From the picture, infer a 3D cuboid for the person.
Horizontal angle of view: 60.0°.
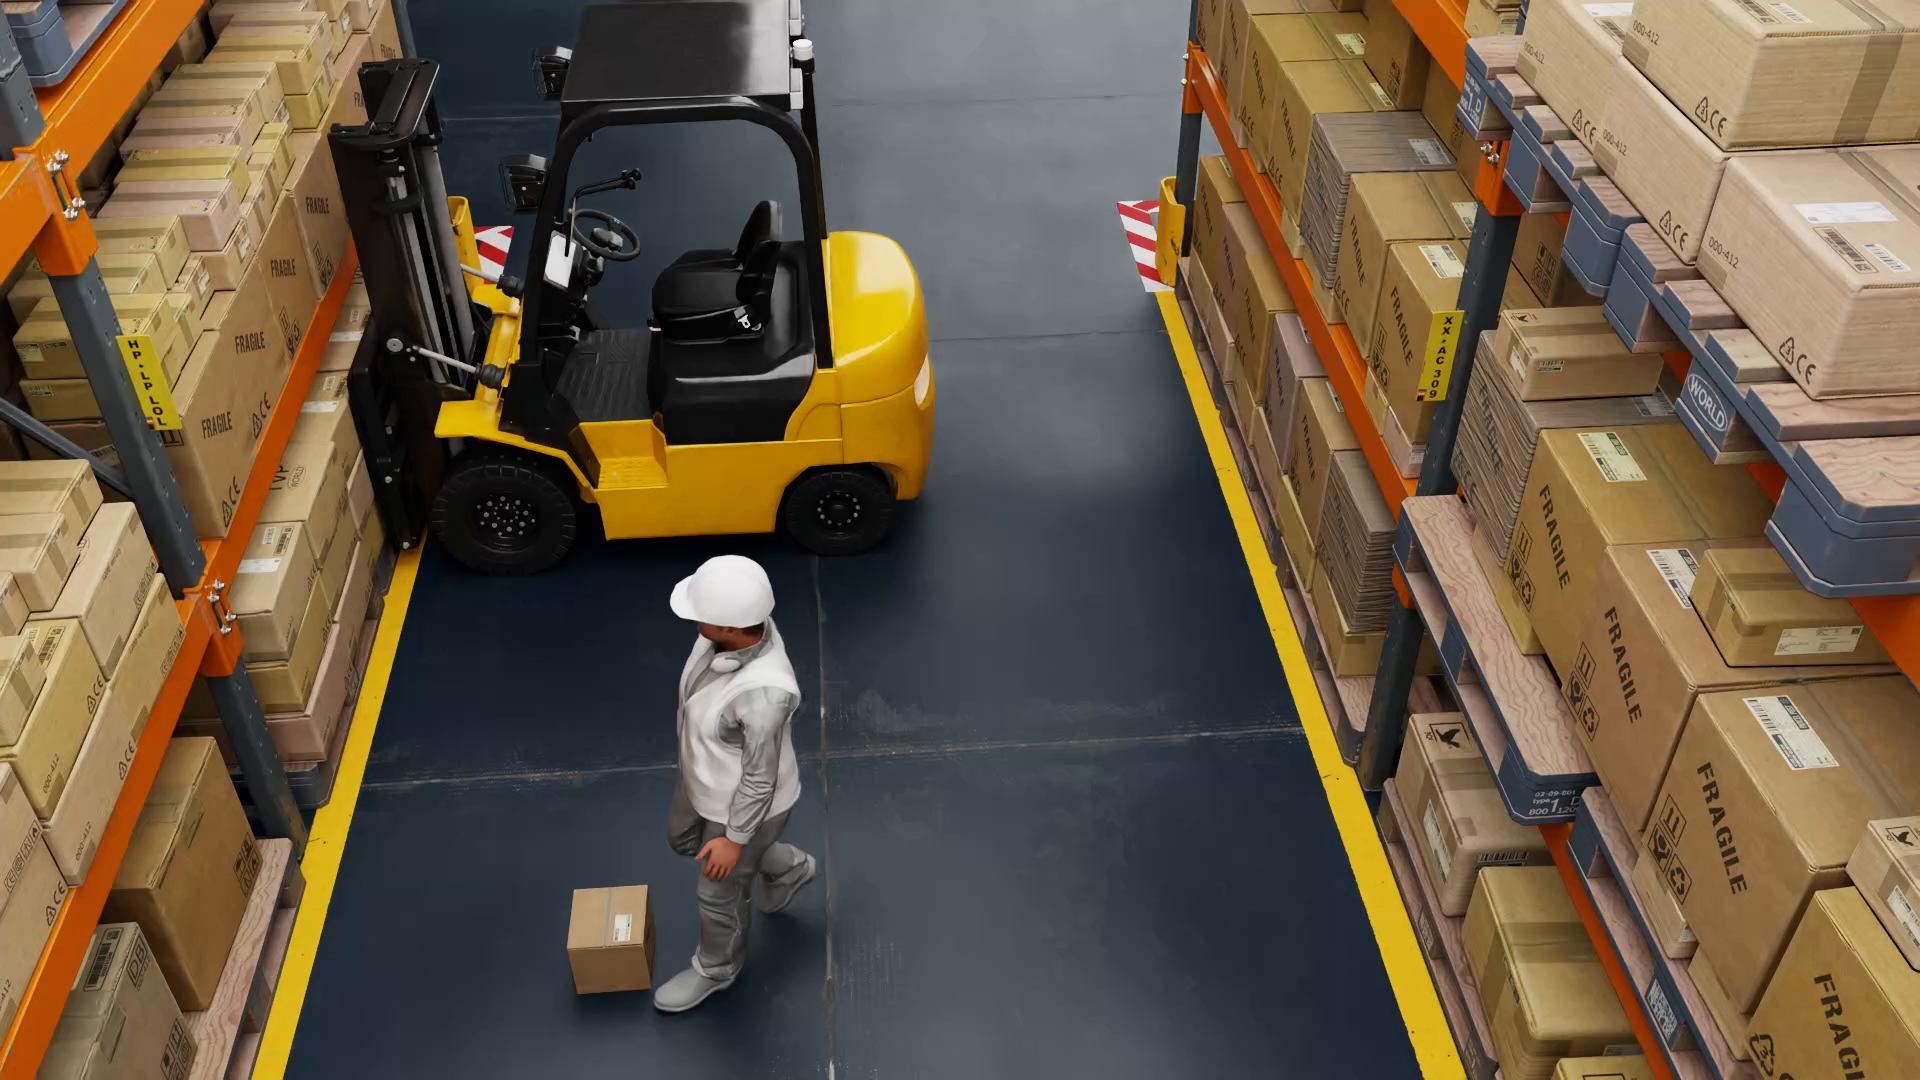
[{"bbox_3d":[-0.755,0.762,5.190,0.647,1.762,0.577,-13,41,-16],"label":"person"}]
